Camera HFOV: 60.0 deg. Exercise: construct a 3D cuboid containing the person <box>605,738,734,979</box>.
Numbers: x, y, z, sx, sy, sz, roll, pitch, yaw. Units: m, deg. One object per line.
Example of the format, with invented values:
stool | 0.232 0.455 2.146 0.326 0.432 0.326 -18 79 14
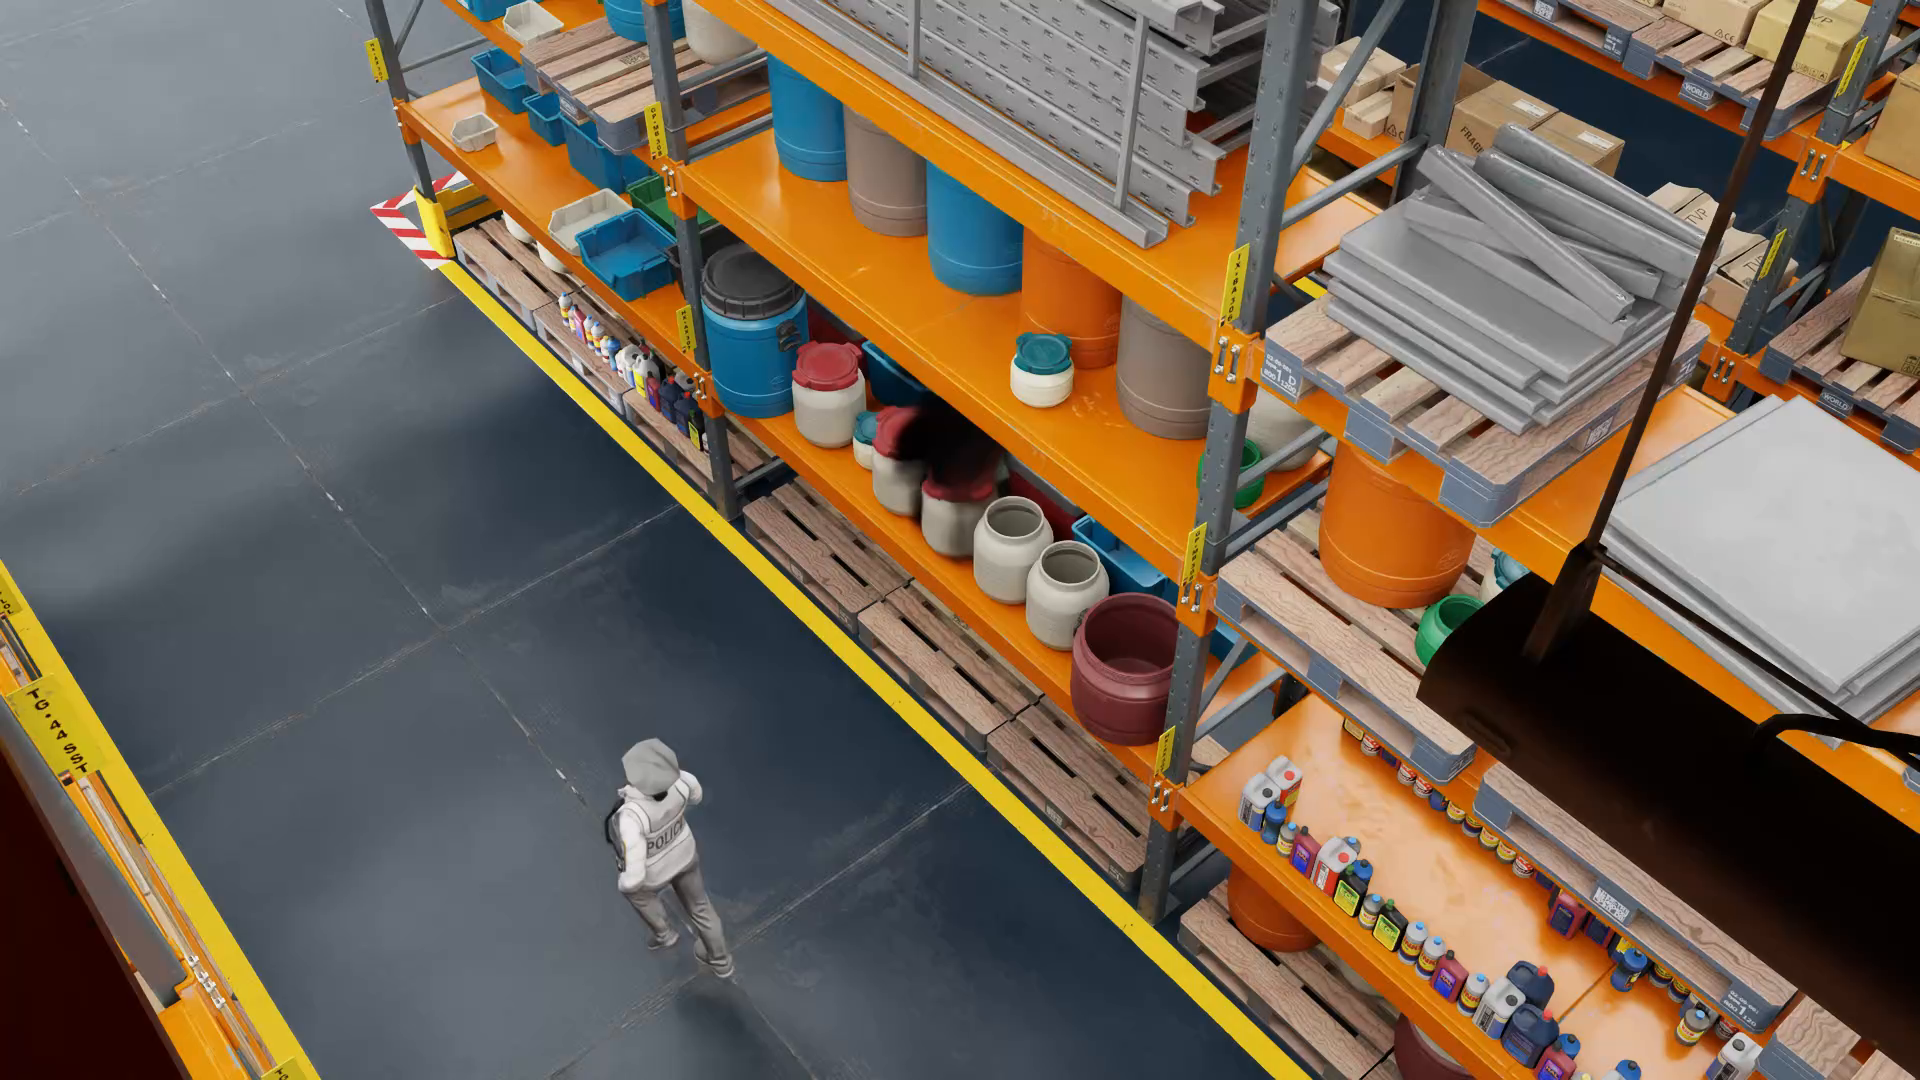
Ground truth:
person | -1.441 1.551 7.993 0.670 1.774 0.616 36 56 29
